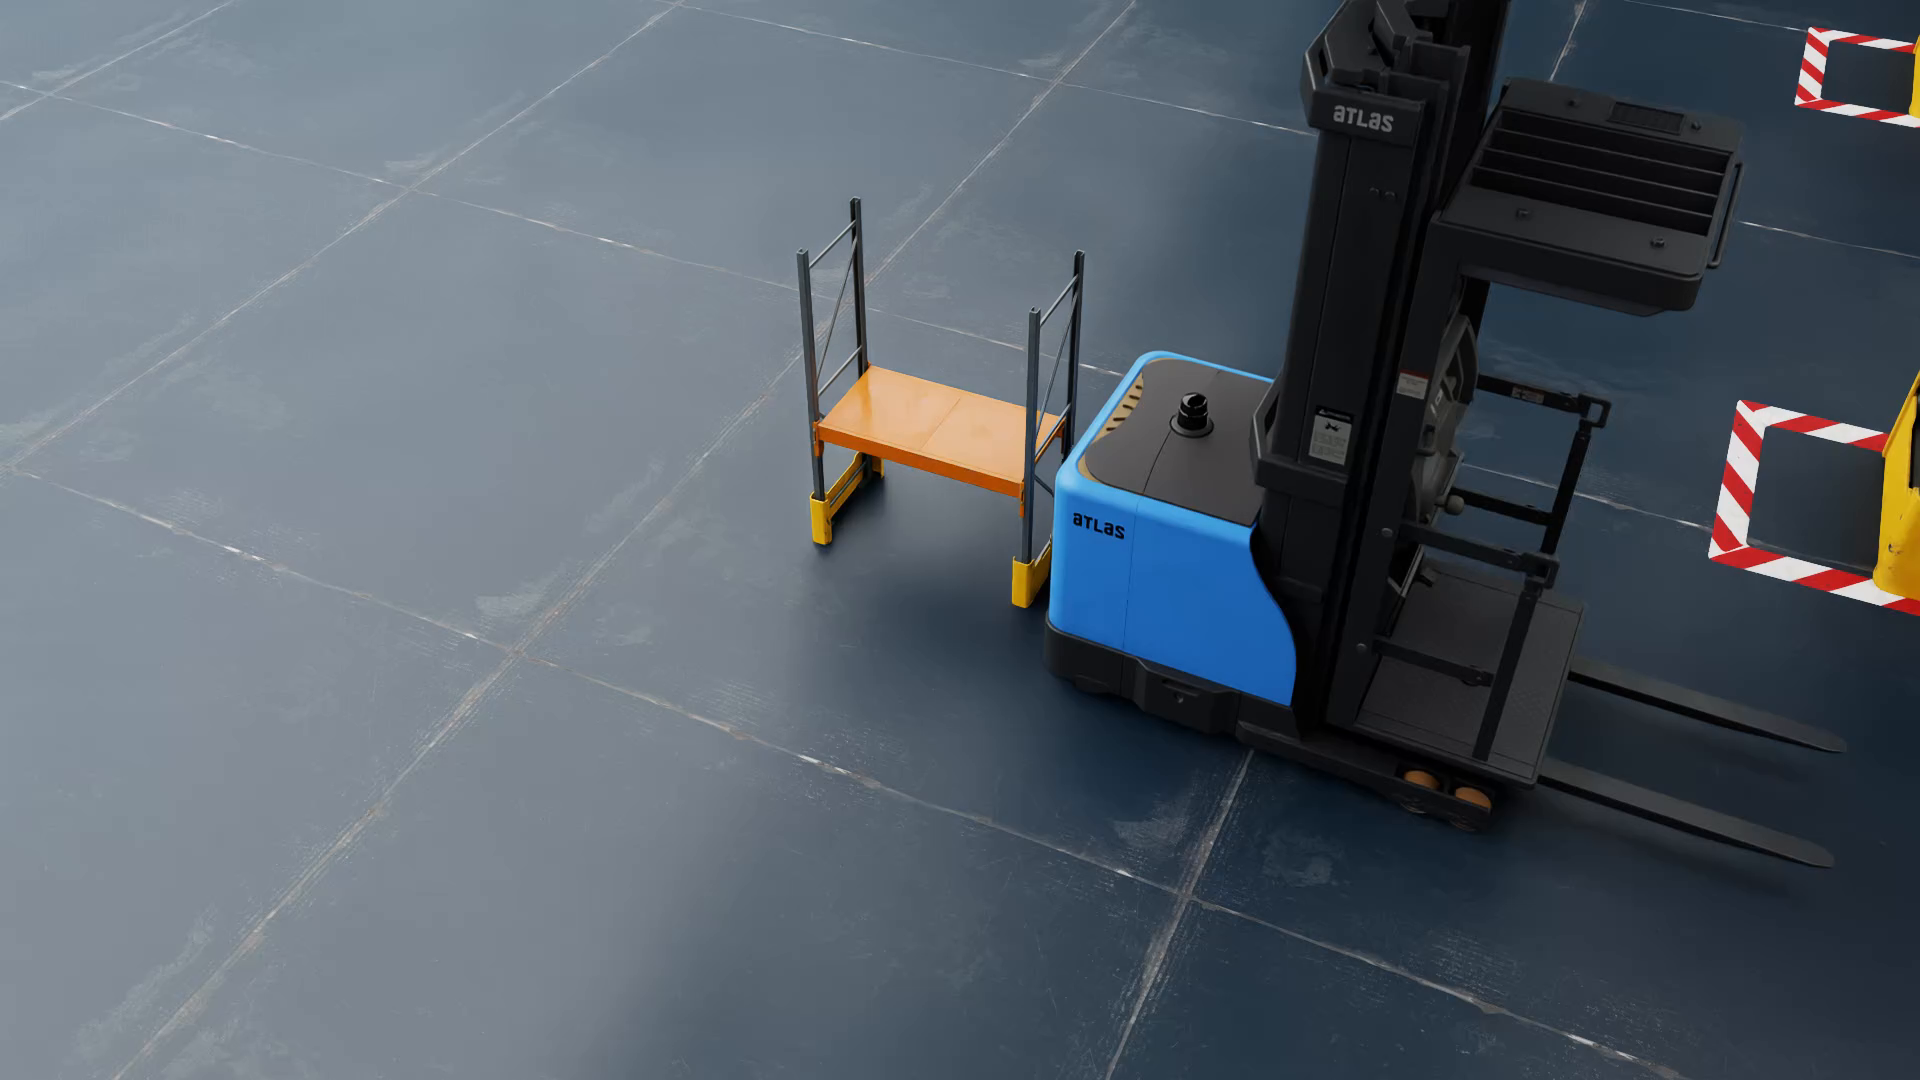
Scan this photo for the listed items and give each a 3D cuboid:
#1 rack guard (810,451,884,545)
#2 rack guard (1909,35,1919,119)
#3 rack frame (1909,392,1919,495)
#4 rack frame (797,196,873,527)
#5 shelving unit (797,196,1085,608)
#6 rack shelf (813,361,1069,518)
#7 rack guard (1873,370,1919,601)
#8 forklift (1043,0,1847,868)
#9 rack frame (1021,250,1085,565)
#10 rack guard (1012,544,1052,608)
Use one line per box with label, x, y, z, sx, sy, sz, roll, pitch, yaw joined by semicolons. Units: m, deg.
rack guard;-0.520;-0.253;7.736;0.087;0.250;0.587;17;44;19
rack guard;6.570;-3.241;10.991;0.348;0.500;1.175;17;44;19
rack frame;4.387;-1.238;6.773;0.127;3.000;1.000;17;44;19
rack frame;-0.538;-0.731;7.332;0.032;1.500;0.500;17;44;19
shelving unit;-0.069;-0.588;7.167;1.083;1.500;0.587;17;44;19
rack shelf;-0.077;-0.454;7.288;1.000;0.185;0.538;17;44;19
rack guard;4.456;-0.273;7.567;0.348;0.500;1.175;17;44;19
forklift;1.904;-0.399;5.856;3.031;2.935;1.130;18;44;19
rack frame;0.383;-0.450;7.008;0.032;1.500;0.500;17;44;19
rack guard;0.382;0.022;7.417;0.087;0.250;0.587;17;44;19
